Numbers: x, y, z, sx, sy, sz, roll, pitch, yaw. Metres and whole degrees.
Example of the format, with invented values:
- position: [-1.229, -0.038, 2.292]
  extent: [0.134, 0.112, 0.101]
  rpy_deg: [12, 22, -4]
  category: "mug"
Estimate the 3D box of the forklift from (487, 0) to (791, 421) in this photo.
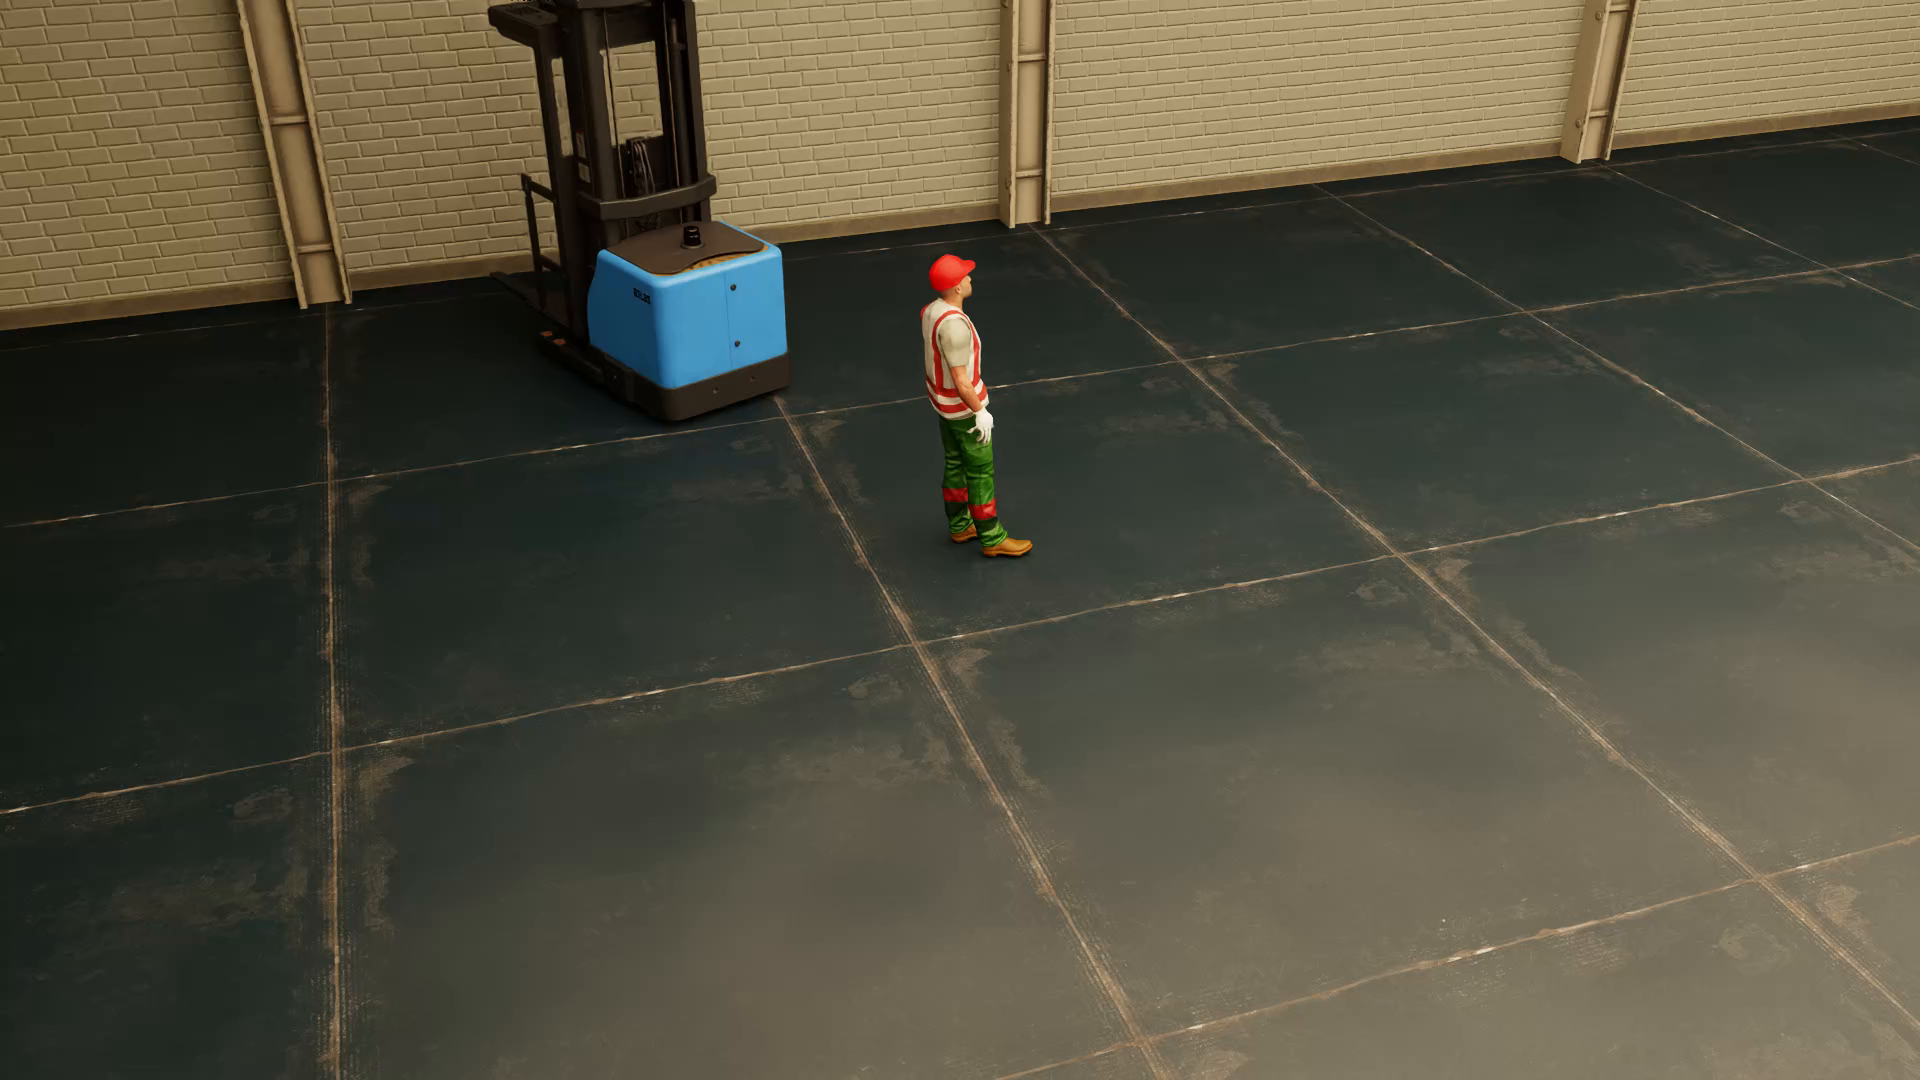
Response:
- position: [-2.531, -2.738, 11.846]
  extent: [1.130, 2.935, 3.031]
  rpy_deg: [-23, 37, -34]
  category: "forklift"

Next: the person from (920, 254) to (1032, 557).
- position: [0.079, -0.789, 9.589]
  extent: [0.564, 1.787, 0.638]
  rpy_deg: [-10, 31, -16]
  category: "person"
